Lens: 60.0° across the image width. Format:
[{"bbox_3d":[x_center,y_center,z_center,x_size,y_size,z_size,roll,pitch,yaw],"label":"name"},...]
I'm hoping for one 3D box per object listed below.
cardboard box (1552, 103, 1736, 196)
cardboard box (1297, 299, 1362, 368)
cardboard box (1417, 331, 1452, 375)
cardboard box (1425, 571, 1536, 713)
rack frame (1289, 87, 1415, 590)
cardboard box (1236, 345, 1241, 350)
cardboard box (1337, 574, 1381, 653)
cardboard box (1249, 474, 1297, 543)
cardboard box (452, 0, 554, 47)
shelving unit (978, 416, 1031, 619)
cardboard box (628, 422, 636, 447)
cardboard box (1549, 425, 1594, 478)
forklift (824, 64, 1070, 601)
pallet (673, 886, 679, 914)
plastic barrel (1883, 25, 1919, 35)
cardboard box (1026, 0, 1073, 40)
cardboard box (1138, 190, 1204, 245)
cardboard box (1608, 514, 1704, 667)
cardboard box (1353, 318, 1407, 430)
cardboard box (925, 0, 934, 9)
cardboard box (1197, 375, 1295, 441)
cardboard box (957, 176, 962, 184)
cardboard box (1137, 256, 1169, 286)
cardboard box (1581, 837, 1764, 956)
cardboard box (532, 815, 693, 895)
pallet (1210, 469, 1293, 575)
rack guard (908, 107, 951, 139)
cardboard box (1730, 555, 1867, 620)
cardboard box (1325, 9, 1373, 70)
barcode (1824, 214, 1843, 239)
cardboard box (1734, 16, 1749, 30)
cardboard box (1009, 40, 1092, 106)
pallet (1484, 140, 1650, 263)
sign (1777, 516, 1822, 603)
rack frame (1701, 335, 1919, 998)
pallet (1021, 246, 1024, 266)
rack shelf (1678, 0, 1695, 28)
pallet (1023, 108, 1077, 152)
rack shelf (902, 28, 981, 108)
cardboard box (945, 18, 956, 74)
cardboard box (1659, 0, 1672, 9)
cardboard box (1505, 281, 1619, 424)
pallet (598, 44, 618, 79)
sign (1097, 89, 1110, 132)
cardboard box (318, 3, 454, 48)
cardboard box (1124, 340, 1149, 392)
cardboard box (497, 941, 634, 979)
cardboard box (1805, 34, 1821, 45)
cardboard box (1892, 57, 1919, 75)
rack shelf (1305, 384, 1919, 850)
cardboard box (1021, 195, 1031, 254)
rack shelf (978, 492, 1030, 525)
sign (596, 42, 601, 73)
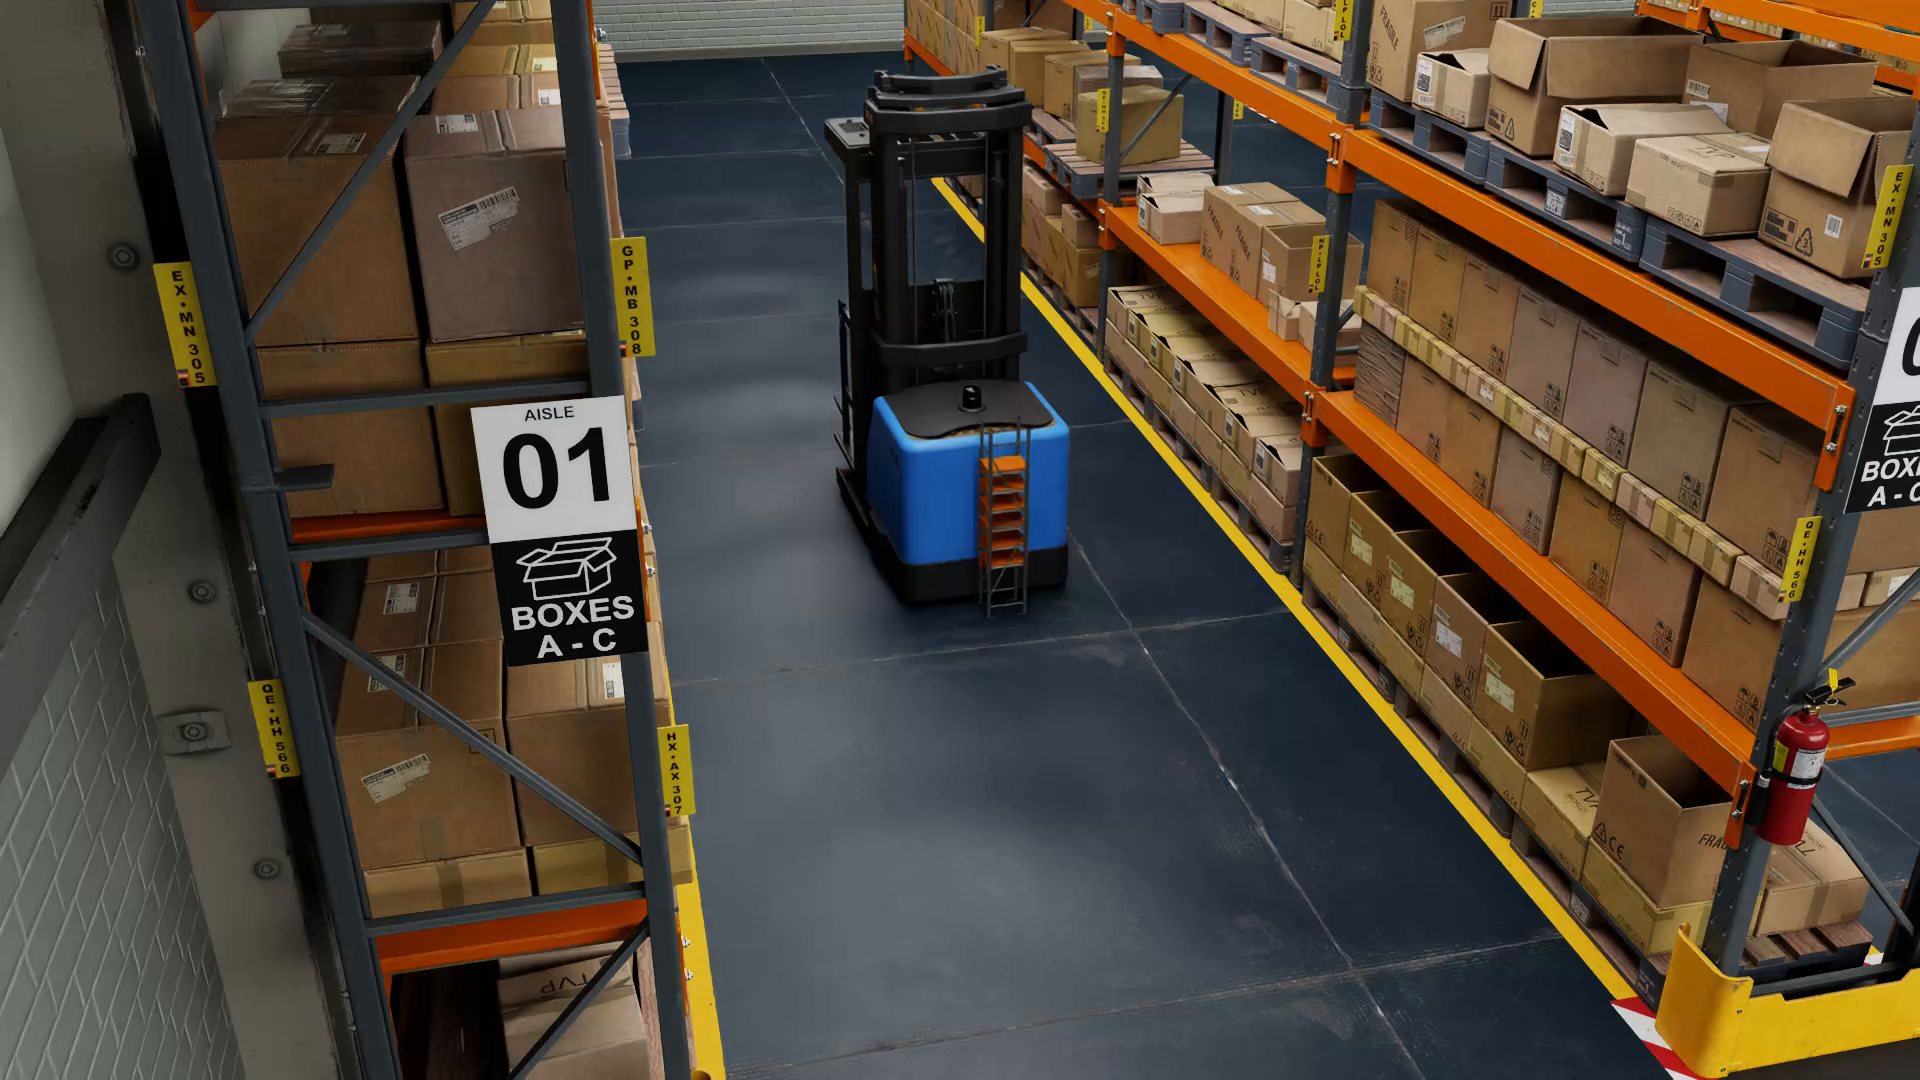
[{"bbox_3d":[2.789,-1.630,6.798,0.500,0.311,0.500,-3,27,-6],"label":"cardboard box"},{"bbox_3d":[2.376,-1.258,10.080,0.500,0.250,0.500,-4,27,-8],"label":"cardboard box"},{"bbox_3d":[2.578,-0.972,8.516,0.380,0.149,0.250,-6,27,-12],"label":"cardboard box"},{"bbox_3d":[2.669,0.485,8.213,0.500,0.500,0.500,-6,27,-12],"label":"cardboard box"},{"bbox_3d":[2.529,-1.114,9.627,1.000,3.000,0.127,-6,27,-12],"label":"rack frame"},{"bbox_3d":[2.220,-1.426,12.208,0.500,0.311,0.500,-6,27,-12],"label":"cardboard box"},{"bbox_3d":[2.446,0.381,9.252,0.500,0.250,0.500,-6,27,-12],"label":"cardboard box"},{"bbox_3d":[2.153,-0.226,10.454,0.500,0.250,0.500,-6,27,-12],"label":"cardboard box"},{"bbox_3d":[-1.658,-1.788,6.391,0.500,0.500,0.500,-7,28,-13],"label":"cardboard box"},{"bbox_3d":[0.253,-0.120,9.654,0.258,1.200,0.189,-7,28,-14],"label":"shelving unit"},{"bbox_3d":[-1.667,-0.269,7.266,0.500,0.500,0.500,-7,28,-13],"label":"cardboard box"},{"bbox_3d":[2.866,-0.408,7.399,0.380,0.149,0.250,-5,27,-10],"label":"cardboard box"},{"bbox_3d":[-0.220,-1.590,10.648,1.130,2.935,3.031,-7,28,-13],"label":"forklift"},{"bbox_3d":[-1.832,1.464,7.615,1.003,0.211,1.213,-6,27,-12],"label":"pallet"},{"bbox_3d":[6.735,-3.953,11.368,0.600,0.901,0.708,-6,27,-12],"label":"plastic barrel"},{"bbox_3d":[0.894,-5.352,16.804,0.500,0.500,0.500,-5,27,-10],"label":"cardboard box"},{"bbox_3d":[1.640,-2.417,12.309,0.500,0.311,0.500,-6,27,-12],"label":"cardboard box"},{"bbox_3d":[3.215,0.162,6.990,0.700,0.500,0.500,-5,27,-10],"label":"cardboard box"},{"bbox_3d":[2.635,-0.964,9.220,0.700,0.500,0.500,-7,28,-13],"label":"cardboard box"},{"bbox_3d":[-0.099,-6.202,18.488,0.500,0.500,0.500,-6,27,-11],"label":"cardboard box"},{"bbox_3d":[1.925,-0.920,11.206,0.500,0.311,0.500,-6,27,-12],"label":"cardboard box"},{"bbox_3d":[0.178,-3.929,17.881,0.380,0.149,0.250,-6,27,-12],"label":"cardboard box"},{"bbox_3d":[1.803,-2.179,14.024,0.500,0.500,0.500,-5,27,-9],"label":"cardboard box"},{"bbox_3d":[3.022,1.477,7.080,0.500,0.250,0.500,-6,27,-12],"label":"cardboard box"},{"bbox_3d":[-1.196,0.959,5.666,0.500,0.250,0.500,-7,28,-13],"label":"cardboard box"},{"bbox_3d":[2.325,-0.188,10.888,1.003,0.211,1.213,-6,27,-12],"label":"pallet"},{"bbox_3d":[-0.158,-5.232,20.561,1.175,0.500,0.348,-6,27,-12],"label":"rack guard"},{"bbox_3d":[3.159,0.160,6.273,0.380,0.149,0.250,-6,27,-12],"label":"cardboard box"},{"bbox_3d":[2.400,-2.845,9.428,0.500,0.250,0.500,-3,27,-6],"label":"cardboard box"},{"bbox_3d":[2.893,-1.039,5.507,0.001,0.075,0.075,-6,27,-12],"label":"barcode"},{"bbox_3d":[9.644,-6.294,20.170,0.380,0.149,0.250,-6,27,-11],"label":"cardboard box"},{"bbox_3d":[0.832,-4.332,15.426,0.700,0.500,0.500,-2,27,-3],"label":"cardboard box"},{"bbox_3d":[3.018,-1.507,7.176,1.003,0.211,1.213,-6,27,-12],"label":"pallet"},{"bbox_3d":[2.899,0.069,5.737,0.100,0.325,0.005,-6,27,-12],"label":"sign"},{"bbox_3d":[3.431,0.643,6.148,1.000,3.000,0.127,-6,27,-12],"label":"rack frame"},{"bbox_3d":[0.946,-3.027,16.514,1.003,0.211,1.213,-6,27,-12],"label":"pallet"},{"bbox_3d":[6.004,-5.267,15.325,1.077,0.370,4.000,-6,27,-12],"label":"rack shelf"},{"bbox_3d":[1.185,-3.637,14.840,1.003,0.211,1.213,-6,27,-12],"label":"pallet"},{"bbox_3d":[0.275,-5.182,18.487,1.077,0.370,4.000,-6,27,-12],"label":"rack shelf"},{"bbox_3d":[0.128,-5.315,17.840,0.500,0.500,0.500,-5,27,-10],"label":"cardboard box"},{"bbox_3d":[9.295,-6.972,21.513,0.380,0.149,0.250,-6,27,-12],"label":"cardboard box"},{"bbox_3d":[2.975,-0.882,7.618,0.700,0.500,0.500,-6,27,-12],"label":"cardboard box"},{"bbox_3d":[-2.568,-2.601,9.454,1.213,0.211,1.003,-6,27,-12],"label":"pallet"},{"bbox_3d":[1.101,-3.292,12.746,0.100,0.325,0.005,-6,27,-12],"label":"sign"},{"bbox_3d":[-2.464,-2.204,7.215,0.500,0.500,0.500,-5,27,-11],"label":"cardboard box"},{"bbox_3d":[1.574,-1.349,12.680,0.500,0.250,0.500,-7,28,-13],"label":"cardboard box"},{"bbox_3d":[-1.592,1.588,6.771,0.500,0.311,0.500,-4,27,-7],"label":"cardboard box"},{"bbox_3d":[9.932,-5.731,19.055,0.380,0.149,0.250,-5,27,-11],"label":"cardboard box"},{"bbox_3d":[10.353,-5.227,17.665,0.500,0.500,0.500,-6,27,-12],"label":"cardboard box"},{"bbox_3d":[2.980,0.086,8.050,1.077,0.370,4.000,-6,27,-12],"label":"rack shelf"},{"bbox_3d":[0.834,-3.016,15.682,0.500,0.500,0.500,-6,27,-11],"label":"cardboard box"},{"bbox_3d":[0.254,-0.187,9.620,0.258,0.103,0.180,-7,28,-14],"label":"rack shelf"},{"bbox_3d":[-1.769,-2.237,7.951,0.100,0.325,0.005,-6,27,-12],"label":"sign"}]
